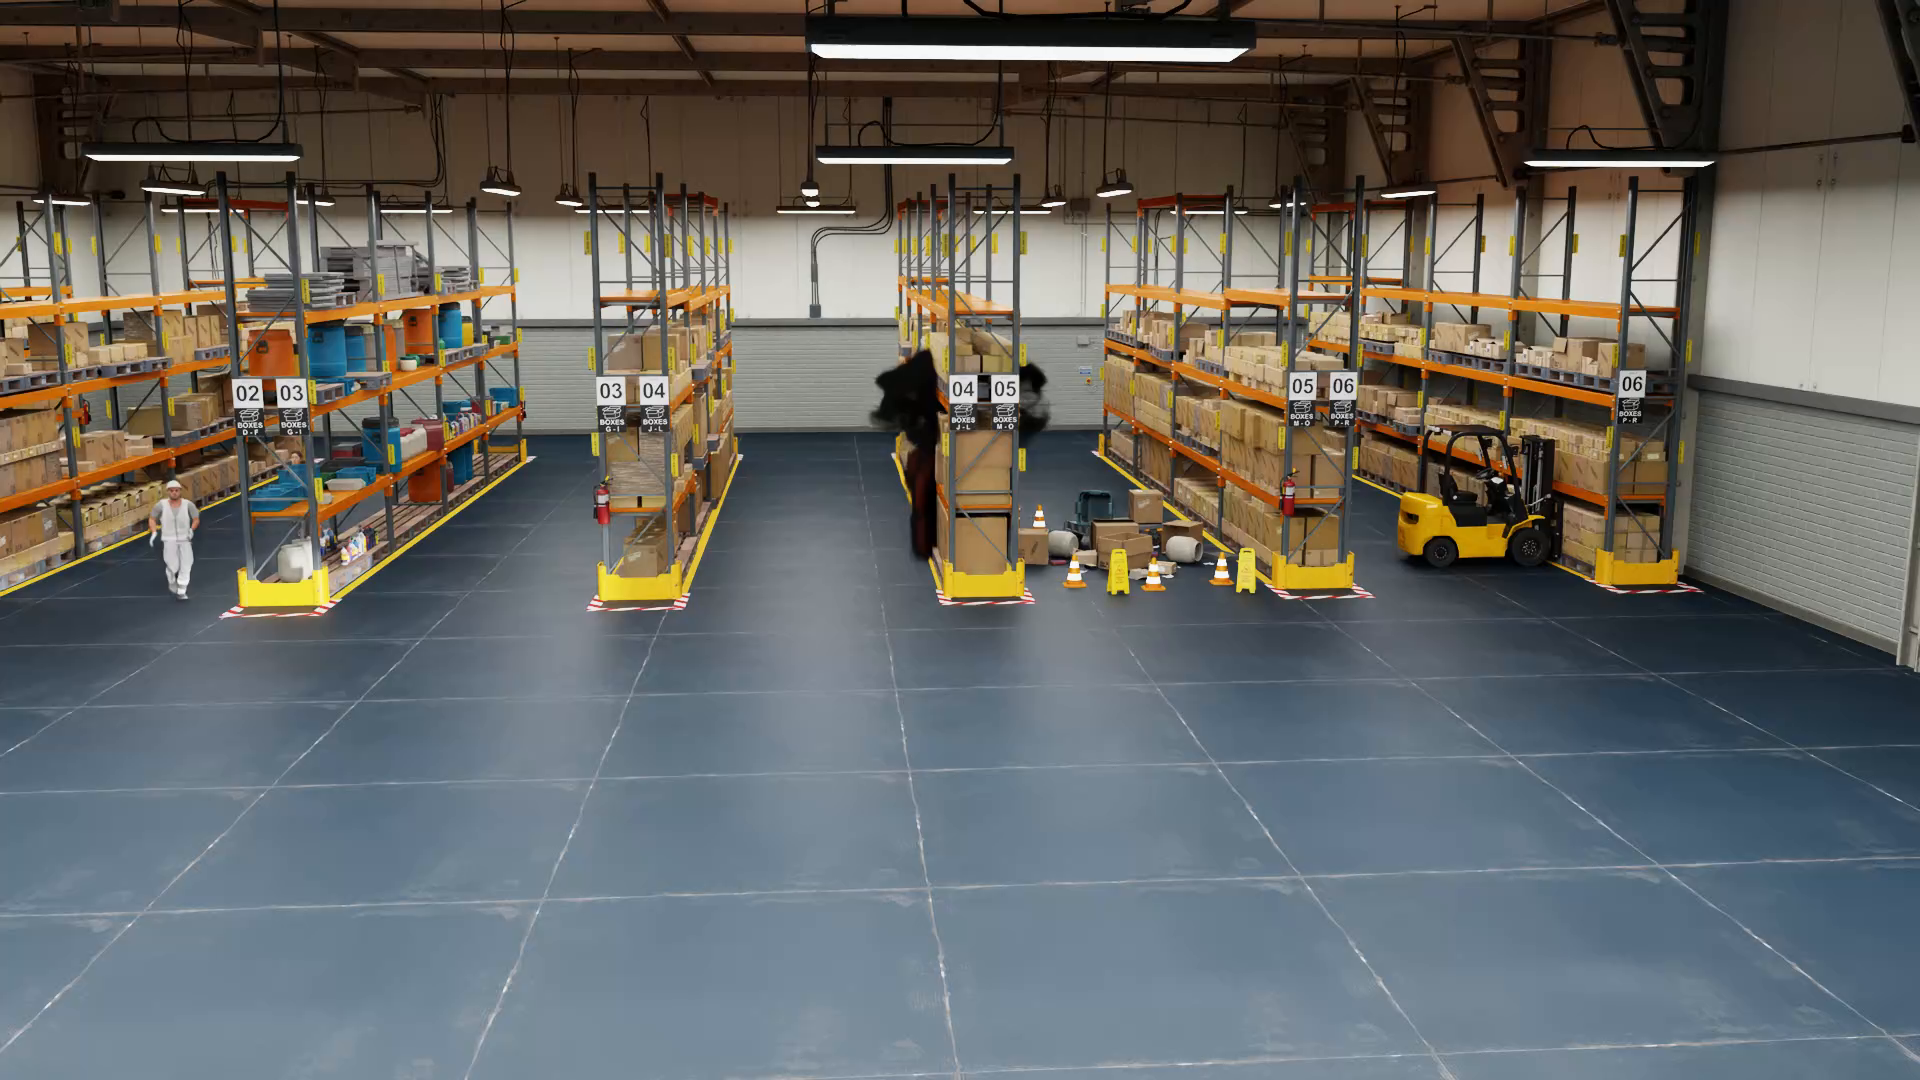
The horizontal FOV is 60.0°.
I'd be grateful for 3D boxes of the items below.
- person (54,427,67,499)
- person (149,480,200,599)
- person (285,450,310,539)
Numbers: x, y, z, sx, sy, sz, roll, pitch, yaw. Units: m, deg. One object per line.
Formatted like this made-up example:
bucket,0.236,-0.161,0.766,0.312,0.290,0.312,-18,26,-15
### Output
person,-16.848,-1.307,31.076,0.685,1.745,0.900,-2,10,-9
person,-11.134,0.014,23.620,0.670,1.732,0.633,-6,12,-30
person,-11.164,-0.707,28.044,0.553,1.615,0.596,0,10,-1
